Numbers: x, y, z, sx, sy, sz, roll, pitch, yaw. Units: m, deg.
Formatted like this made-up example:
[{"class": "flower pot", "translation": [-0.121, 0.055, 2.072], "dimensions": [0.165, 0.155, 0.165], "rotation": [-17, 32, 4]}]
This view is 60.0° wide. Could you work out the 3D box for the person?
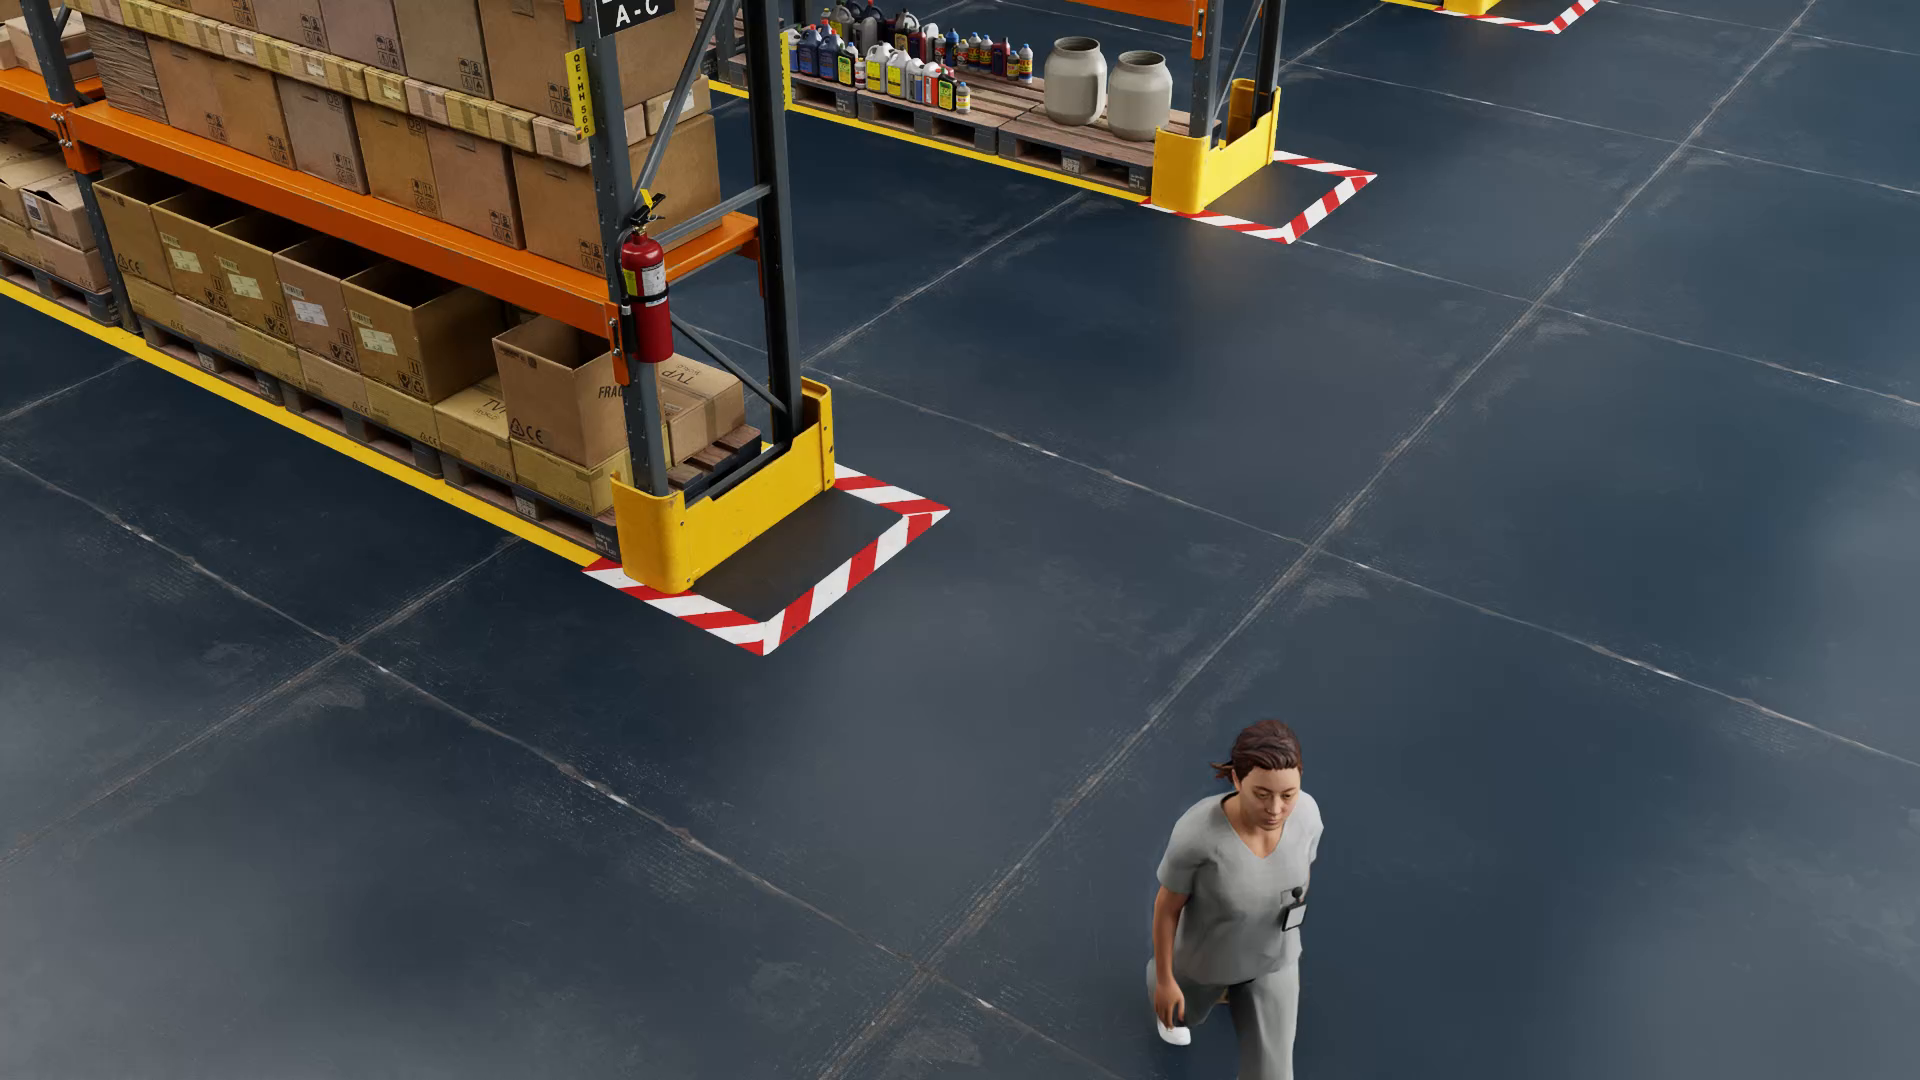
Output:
[{"class": "person", "translation": [0.725, 1.099, 4.569], "dimensions": [0.456, 1.625, 1.016], "rotation": [-4, 35, -6]}]
